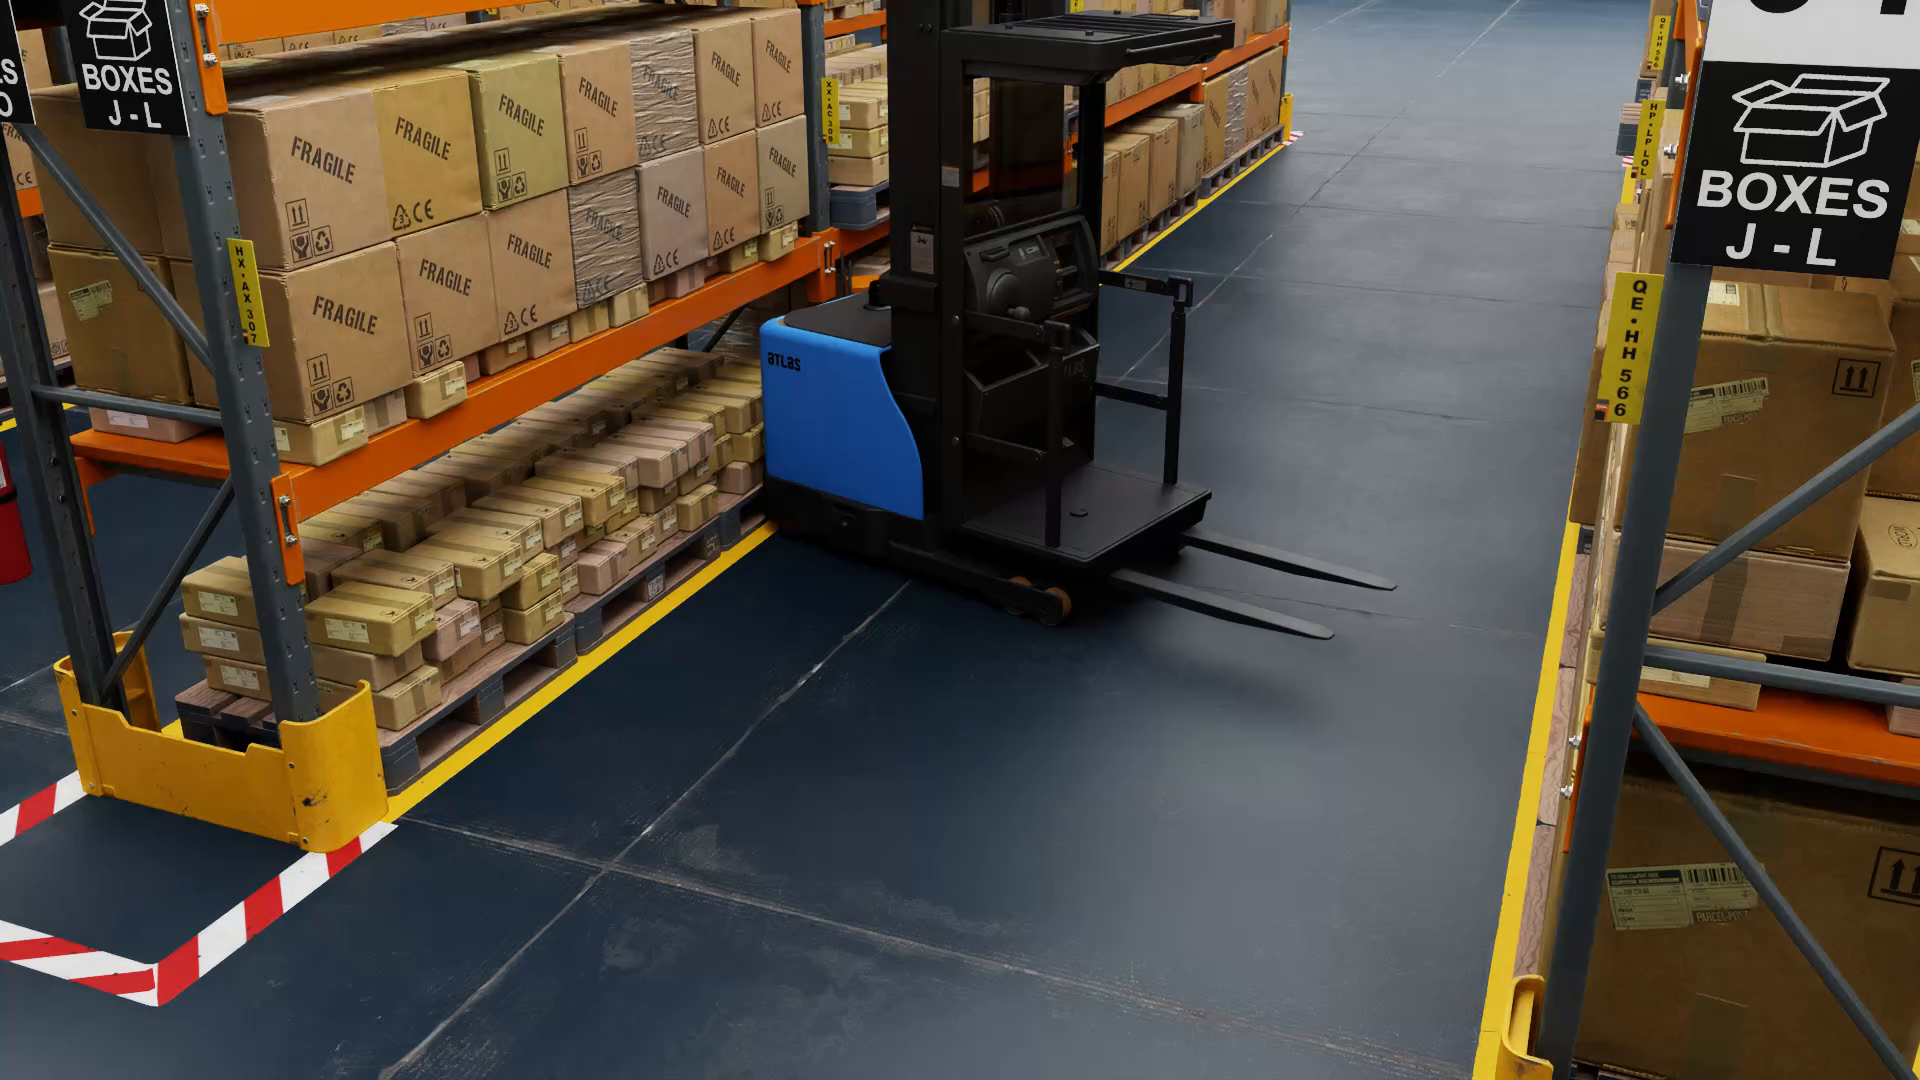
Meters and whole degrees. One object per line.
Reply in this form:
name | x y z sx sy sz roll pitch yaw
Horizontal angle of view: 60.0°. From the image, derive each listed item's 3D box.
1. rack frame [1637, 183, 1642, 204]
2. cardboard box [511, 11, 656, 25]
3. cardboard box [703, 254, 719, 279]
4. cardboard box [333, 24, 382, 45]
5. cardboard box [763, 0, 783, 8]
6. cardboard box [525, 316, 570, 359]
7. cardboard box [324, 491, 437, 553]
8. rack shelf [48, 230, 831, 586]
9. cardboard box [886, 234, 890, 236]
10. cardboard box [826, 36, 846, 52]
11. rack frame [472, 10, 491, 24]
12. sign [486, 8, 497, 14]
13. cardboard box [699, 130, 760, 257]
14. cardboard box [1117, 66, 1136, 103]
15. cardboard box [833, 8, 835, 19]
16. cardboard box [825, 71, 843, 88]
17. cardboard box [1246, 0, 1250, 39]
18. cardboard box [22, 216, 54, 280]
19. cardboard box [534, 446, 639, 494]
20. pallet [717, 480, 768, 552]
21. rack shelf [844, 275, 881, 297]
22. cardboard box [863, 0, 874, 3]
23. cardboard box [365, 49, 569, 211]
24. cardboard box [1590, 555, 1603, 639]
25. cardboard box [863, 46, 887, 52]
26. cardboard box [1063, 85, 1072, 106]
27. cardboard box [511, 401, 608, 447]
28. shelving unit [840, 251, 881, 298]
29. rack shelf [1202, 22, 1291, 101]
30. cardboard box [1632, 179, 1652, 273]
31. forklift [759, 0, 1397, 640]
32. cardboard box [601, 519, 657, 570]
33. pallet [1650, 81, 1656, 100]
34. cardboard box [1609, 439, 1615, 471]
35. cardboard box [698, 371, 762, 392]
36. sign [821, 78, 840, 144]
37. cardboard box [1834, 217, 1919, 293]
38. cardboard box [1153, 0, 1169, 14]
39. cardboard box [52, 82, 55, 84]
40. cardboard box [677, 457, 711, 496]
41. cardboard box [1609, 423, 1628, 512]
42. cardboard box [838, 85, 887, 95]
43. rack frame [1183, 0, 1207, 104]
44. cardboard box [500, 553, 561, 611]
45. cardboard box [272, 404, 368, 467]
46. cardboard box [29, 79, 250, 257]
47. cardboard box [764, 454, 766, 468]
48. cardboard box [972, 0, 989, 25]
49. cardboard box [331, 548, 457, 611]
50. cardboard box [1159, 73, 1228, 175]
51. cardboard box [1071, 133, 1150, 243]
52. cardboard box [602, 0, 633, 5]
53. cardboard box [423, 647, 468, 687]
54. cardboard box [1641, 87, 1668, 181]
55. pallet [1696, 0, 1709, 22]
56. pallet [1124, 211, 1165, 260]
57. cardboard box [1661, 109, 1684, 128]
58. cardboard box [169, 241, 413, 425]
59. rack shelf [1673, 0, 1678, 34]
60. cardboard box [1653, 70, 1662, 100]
rack frame | 6.372 -3.970 13.864 1.000 3.000 0.127 9 24 20
cardboard box | -1.740 -2.184 7.775 0.500 0.500 0.500 8 24 18
cardboard box | -1.365 -1.325 7.856 0.380 0.149 0.250 8 24 19
cardboard box | -4.638 -3.881 12.223 0.500 0.500 0.500 9 24 20
cardboard box | -2.242 -5.873 17.903 0.500 0.500 0.500 9 24 20
cardboard box | -1.813 -0.851 6.722 0.380 0.149 0.250 8 24 19
cardboard box | -2.412 -0.077 6.925 0.380 0.149 0.250 8 24 18
rack shelf | -1.910 -0.806 7.222 1.077 0.370 4.000 9 24 20
cardboard box | -0.259 -1.840 10.488 0.500 0.250 0.500 10 25 22
cardboard box | -1.569 -5.836 19.539 0.380 0.149 0.250 9 24 21
rack frame | -4.315 -3.958 13.833 1.000 3.000 0.127 9 24 20
sign | -3.799 -4.414 13.423 0.100 0.325 0.005 9 24 20
cardboard box | -1.279 -1.638 7.764 0.500 0.500 0.500 8 24 19
cardboard box | 1.110 -3.816 13.365 0.500 0.500 0.500 9 24 20
cardboard box | -1.683 -6.177 19.472 0.380 0.149 0.250 9 24 21
cardboard box | -0.906 -2.660 9.736 0.380 0.149 0.250 9 24 20
cardboard box | 2.527 -5.500 17.331 0.875 0.550 0.500 9 24 20
cardboard box | -5.645 -1.973 11.294 0.875 0.875 0.875 10 25 22
cardboard box | -1.668 -0.292 7.438 0.380 0.149 0.250 9 24 20
pallet | -1.384 -0.322 8.746 1.003 0.211 1.213 9 24 20
rack shelf | -0.361 -1.320 8.833 0.480 0.148 0.258 -5 23 -13
cardboard box | -1.289 -6.770 20.051 0.500 0.500 0.500 8 24 19
cardboard box | -1.845 -1.554 6.266 0.500 0.500 0.500 8 24 19
cardboard box | 1.836 0.172 4.273 0.380 0.149 0.250 9 24 21
cardboard box | -0.424 -3.125 10.848 0.380 0.149 0.250 10 25 23
cardboard box | 0.562 -3.121 11.611 0.380 0.149 0.250 9 24 21
cardboard box | -1.940 -0.549 8.056 0.380 0.149 0.250 9 24 21
shelving unit | -0.361 -0.957 8.984 0.503 1.200 0.258 -5 23 -13
rack shelf | 2.547 -5.100 17.502 1.077 0.370 4.000 9 24 20
cardboard box | 3.320 -1.360 7.485 0.500 0.500 0.500 9 24 20
forklift | 0.495 -1.205 7.332 3.031 2.935 1.130 17 28 34
cardboard box | -1.599 0.002 7.507 0.380 0.149 0.250 9 24 20
pallet | 5.583 -3.165 12.184 1.003 0.211 1.213 9 24 20
cardboard box | 2.309 -0.282 5.359 0.380 0.149 0.250 9 24 21
cardboard box | -1.116 -0.745 8.524 0.380 0.149 0.250 9 24 21
sign | -0.661 -2.178 8.450 0.100 0.325 0.005 9 24 20
cardboard box | 2.716 -0.589 4.603 0.500 0.500 0.500 8 24 19
cardboard box | 1.436 -4.861 14.570 0.700 0.500 0.500 8 24 19
cardboard box | -5.863 -2.880 10.800 0.500 0.250 0.500 9 24 20
cardboard box | -1.422 -0.344 7.951 0.380 0.149 0.250 9 24 21
cardboard box | 2.037 -0.137 4.495 0.500 0.250 0.500 8 24 19
cardboard box | -0.496 -2.382 9.070 0.380 0.149 0.250 9 24 22
rack frame | 1.804 -4.717 15.650 1.000 3.000 0.127 9 24 20
cardboard box | -1.862 0.145 6.780 0.380 0.149 0.250 10 25 22
cardboard box | -2.229 -0.376 5.583 0.380 0.149 0.250 9 24 20
cardboard box | -2.714 -1.267 5.578 0.500 0.500 0.500 8 24 19
cardboard box | -1.171 -0.462 8.618 0.380 0.149 0.250 9 24 22
cardboard box | 0.494 -3.952 12.393 0.700 0.500 0.500 9 24 20
cardboard box | -2.153 0.170 6.333 0.380 0.149 0.250 9 24 21
cardboard box | 2.103 -4.145 16.494 0.875 0.875 0.875 9 24 21
cardboard box | 0.950 -2.959 13.817 1.050 0.750 0.750 9 24 21
cardboard box | -3.362 -5.019 15.314 0.500 0.500 0.500 8 24 18
cardboard box | -2.140 0.452 6.430 0.380 0.149 0.250 9 24 20
cardboard box | 4.453 -2.450 10.094 0.500 0.500 0.500 10 24 22
pallet | 2.180 -1.286 3.661 1.003 0.211 1.213 9 24 20
pallet | 1.136 -2.705 14.452 1.003 0.211 1.213 9 24 20
cardboard box | 2.985 -1.387 6.514 0.500 0.500 0.500 9 24 20
cardboard box | -2.230 -0.727 5.583 0.500 0.500 0.500 10 25 23
rack shelf | 4.143 -2.875 8.284 1.077 0.370 4.000 9 24 20
cardboard box | 5.164 -3.192 11.325 0.700 0.500 0.500 13 26 28
